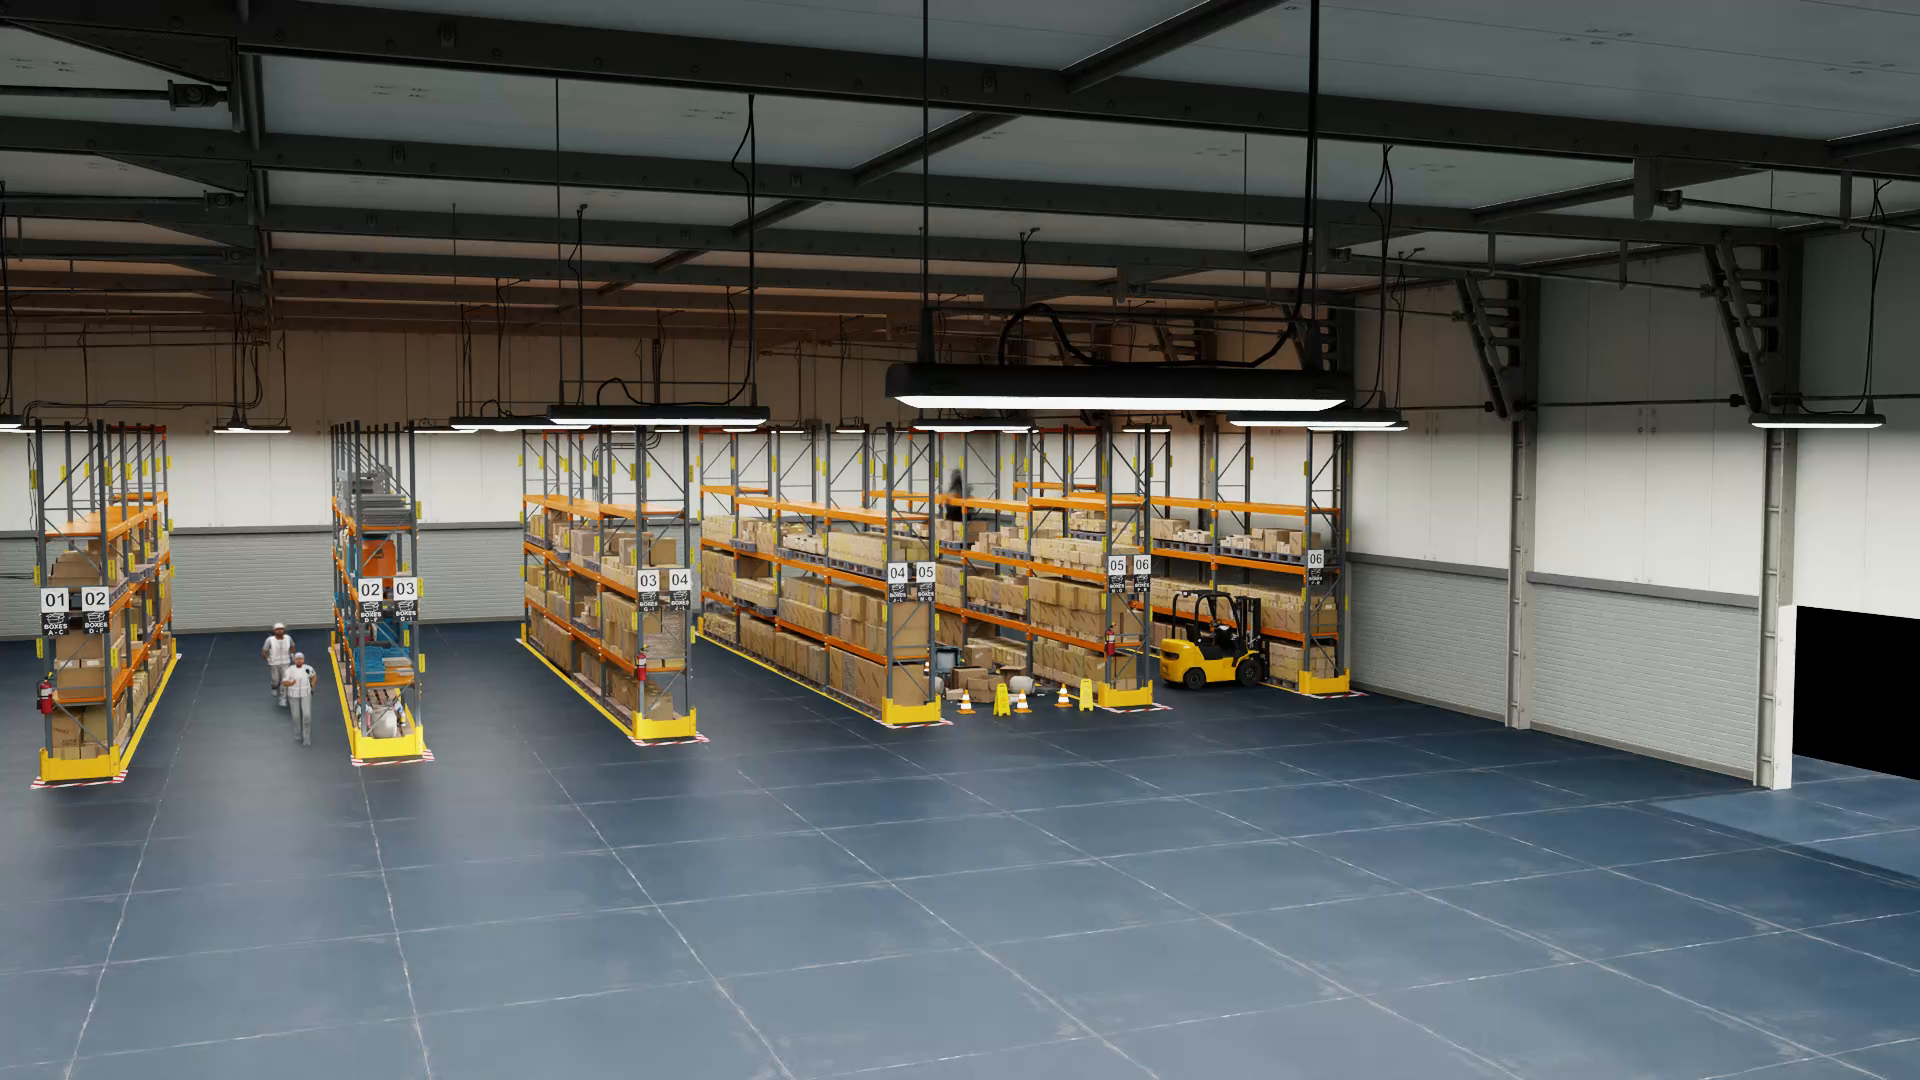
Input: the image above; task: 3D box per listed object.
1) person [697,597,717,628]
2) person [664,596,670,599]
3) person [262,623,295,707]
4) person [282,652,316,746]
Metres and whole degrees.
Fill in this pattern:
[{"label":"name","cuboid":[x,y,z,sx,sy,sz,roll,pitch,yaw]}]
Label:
[{"label":"person","cuboid":[-7.488,1.801,49.485,0.807,1.687,0.648,1,4,14]},{"label":"person","cuboid":[-8.561,1.906,47.379,0.676,1.805,0.896,1,4,9]},{"label":"person","cuboid":[-14.462,2.640,35.371,0.679,1.754,0.803,-2,4,-33]},{"label":"person","cuboid":[-12.304,2.950,30.997,0.588,1.718,0.730,-1,4,-21]}]
